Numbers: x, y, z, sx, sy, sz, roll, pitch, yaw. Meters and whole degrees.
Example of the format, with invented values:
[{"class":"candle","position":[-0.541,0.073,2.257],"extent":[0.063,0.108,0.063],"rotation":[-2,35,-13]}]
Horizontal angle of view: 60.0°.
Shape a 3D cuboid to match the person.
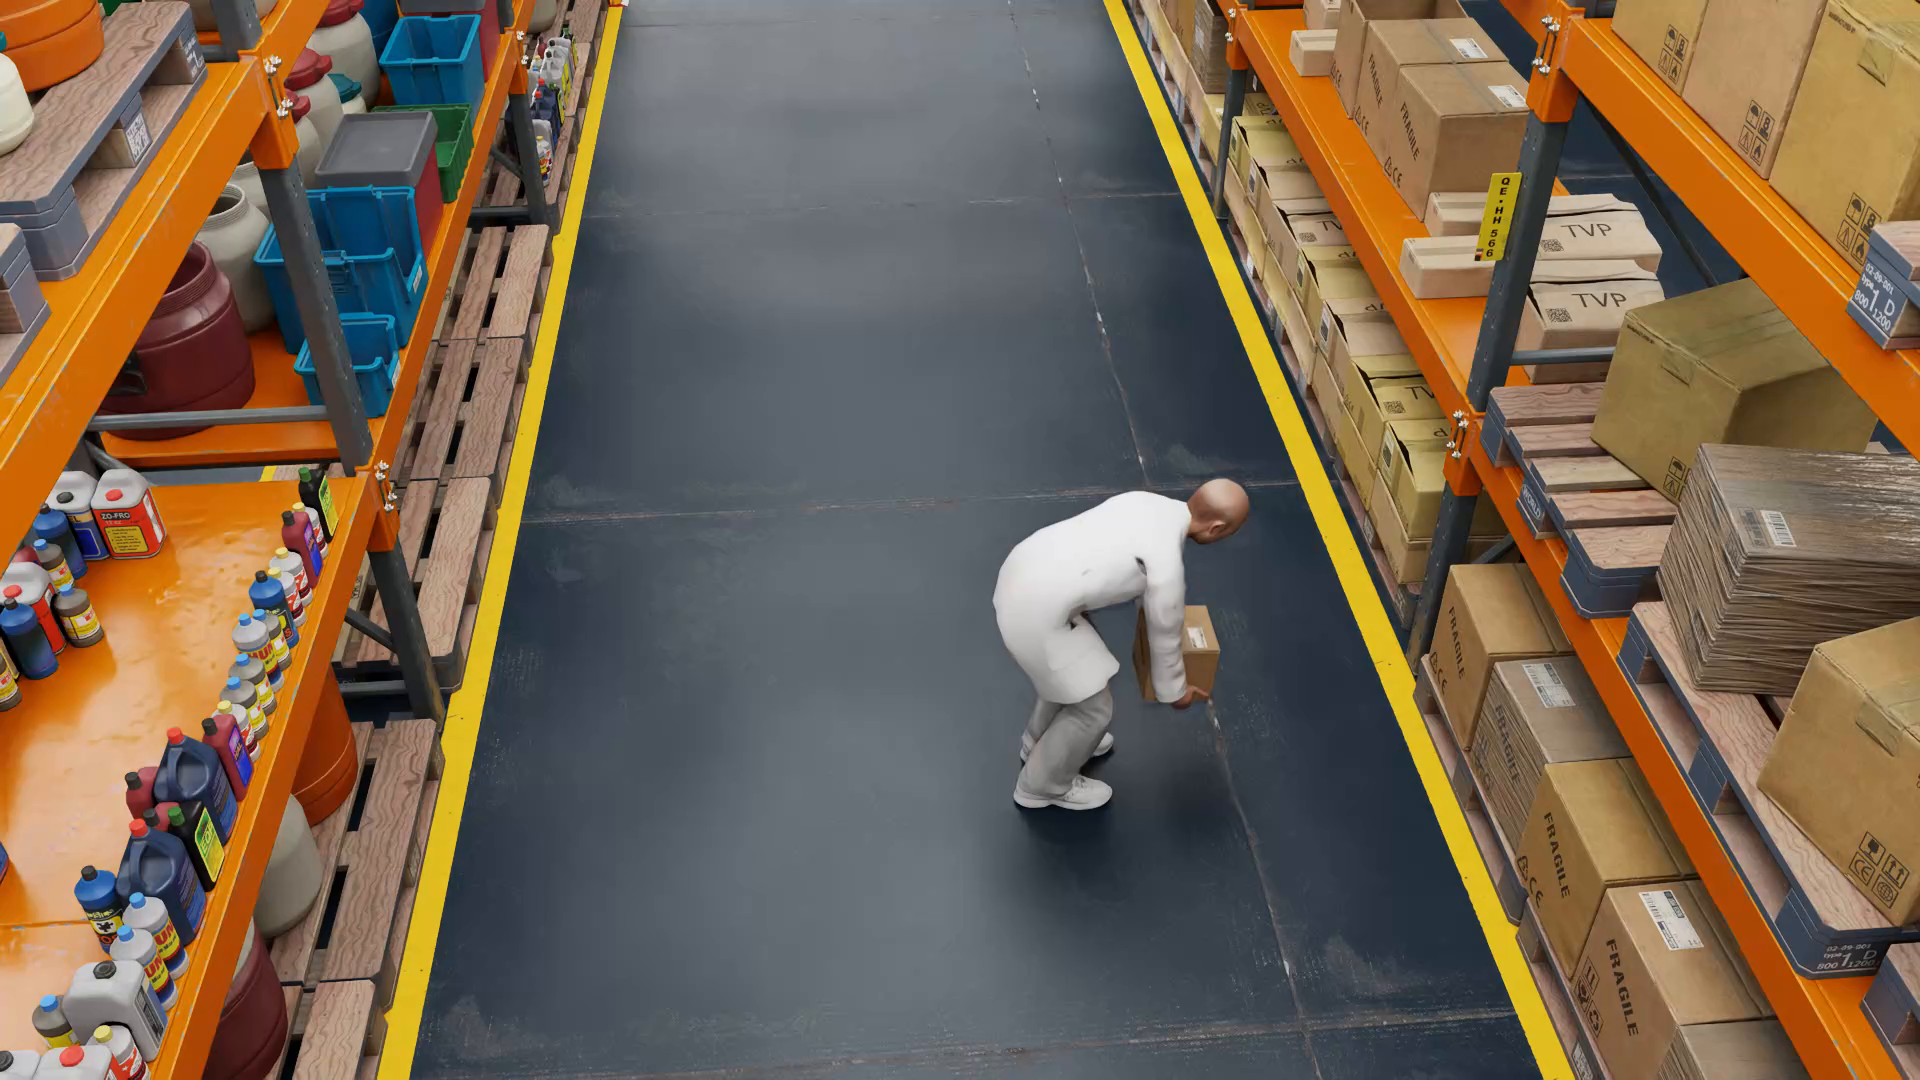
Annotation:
[{"class":"person","position":[0.564,0.403,6.069],"extent":[0.889,1.270,0.558],"rotation":[-4,39,-5]}]
